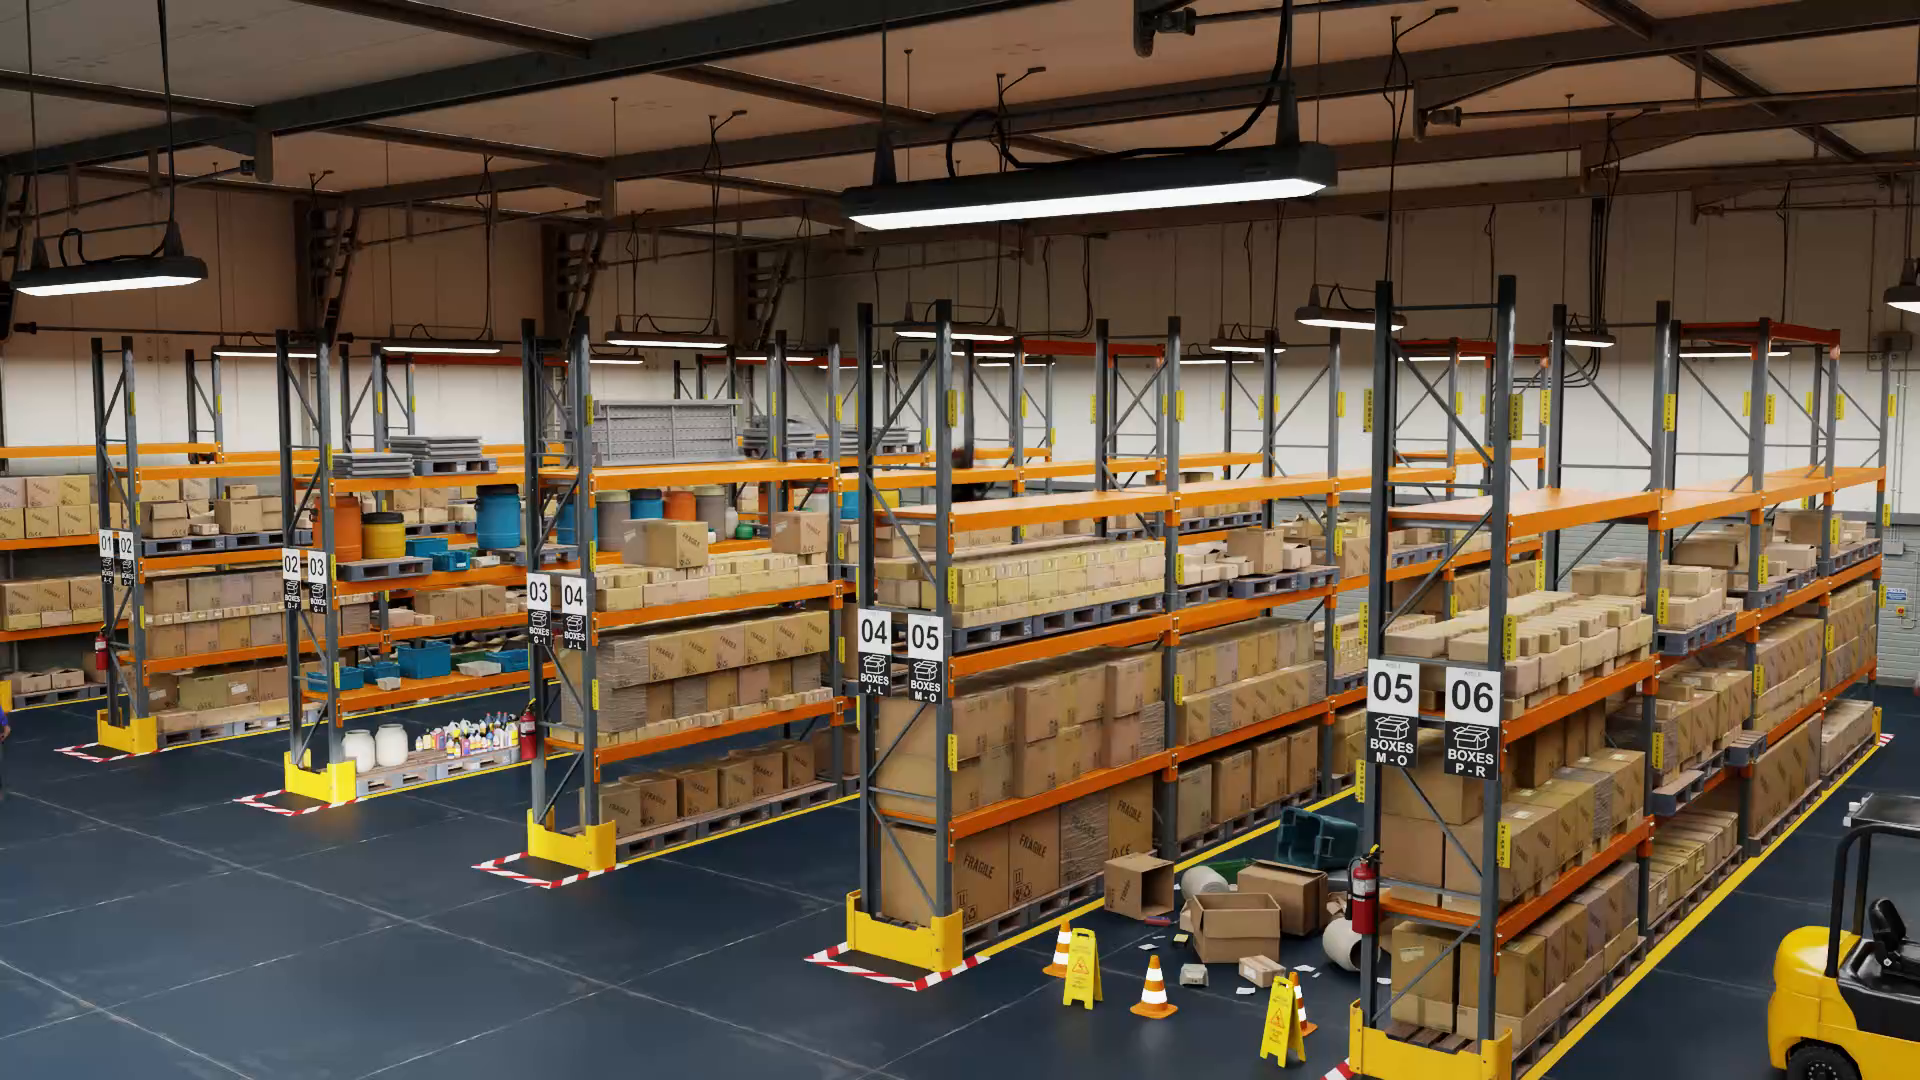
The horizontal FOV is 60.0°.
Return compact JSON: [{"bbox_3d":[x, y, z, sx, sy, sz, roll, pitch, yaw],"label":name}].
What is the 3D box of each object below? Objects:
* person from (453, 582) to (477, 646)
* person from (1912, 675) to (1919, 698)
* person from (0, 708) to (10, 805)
[{"bbox_3d":[-9.534,1.623,31.993,0.515,1.529,0.830,2,5,25],"label":"person"},{"bbox_3d":[13.327,2.373,22.726,0.567,1.667,0.867,3,6,31],"label":"person"},{"bbox_3d":[-11.953,2.598,20.361,0.575,1.593,0.599,-3,6,-27],"label":"person"}]
